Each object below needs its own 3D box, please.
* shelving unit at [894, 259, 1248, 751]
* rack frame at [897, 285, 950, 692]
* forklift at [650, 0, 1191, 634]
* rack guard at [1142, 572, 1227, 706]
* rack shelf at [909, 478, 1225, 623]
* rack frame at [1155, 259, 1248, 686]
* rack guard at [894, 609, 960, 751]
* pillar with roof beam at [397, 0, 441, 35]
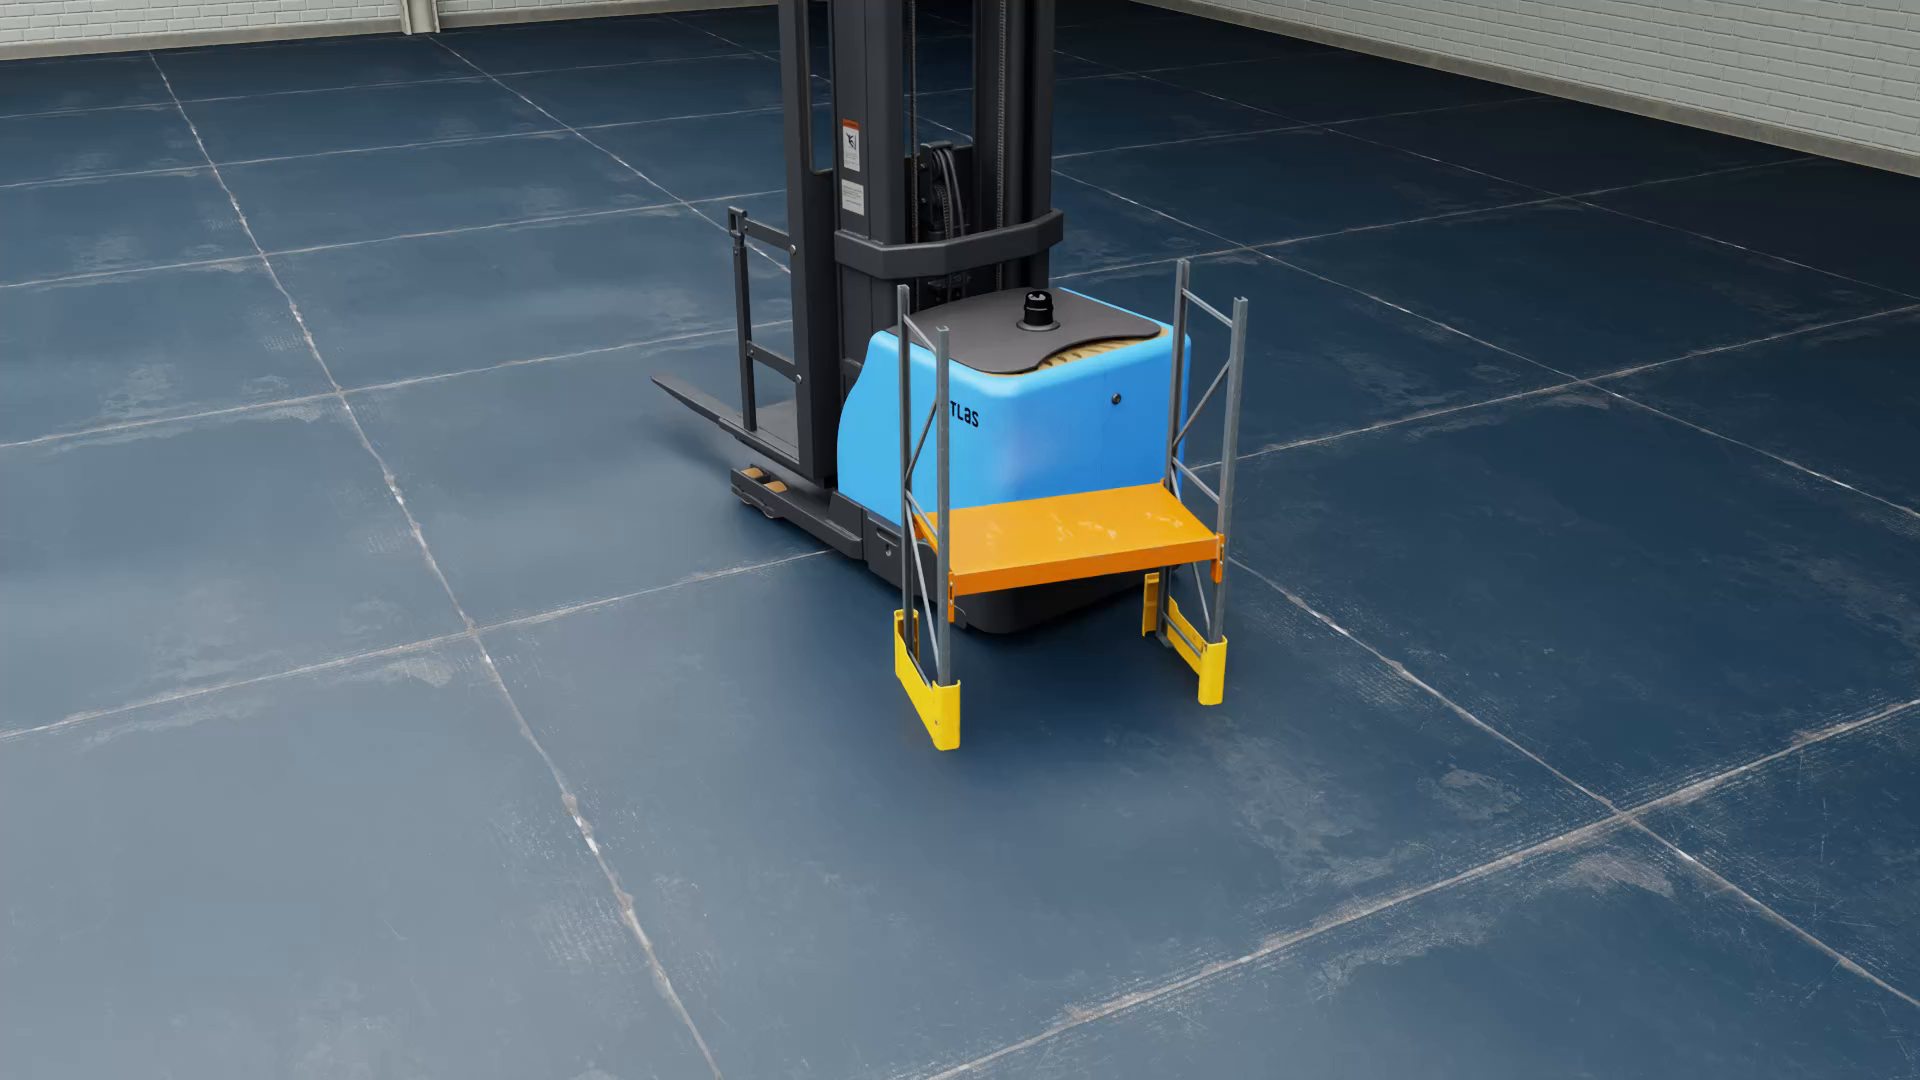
[{"bbox_3d":[0.355,-0.138,5.804,1.083,1.500,0.587,-8,27,-16],"label":"shelving unit"},{"bbox_3d":[-0.121,-0.073,5.670,0.032,1.500,0.500,-8,27,-16],"label":"rack frame"},{"bbox_3d":[-0.387,-1.535,7.060,1.130,2.935,3.031,-19,31,-34],"label":"forklift"},{"bbox_3d":[0.831,0.362,6.208,0.087,0.250,0.587,-8,27,-16],"label":"rack guard"},{"bbox_3d":[0.364,0.023,5.884,1.000,0.185,0.538,-8,27,-16],"label":"rack shelf"},{"bbox_3d":[0.849,-0.204,5.942,0.032,1.500,0.500,-8,27,-16],"label":"rack frame"},{"bbox_3d":[-0.120,0.490,5.941,0.087,0.250,0.587,-8,27,-16],"label":"rack guard"},{"bbox_3d":[-4.444,-8.517,14.592,0.400,9.000,9.100,-13,29,-25],"label":"pillar with roof beam"}]
